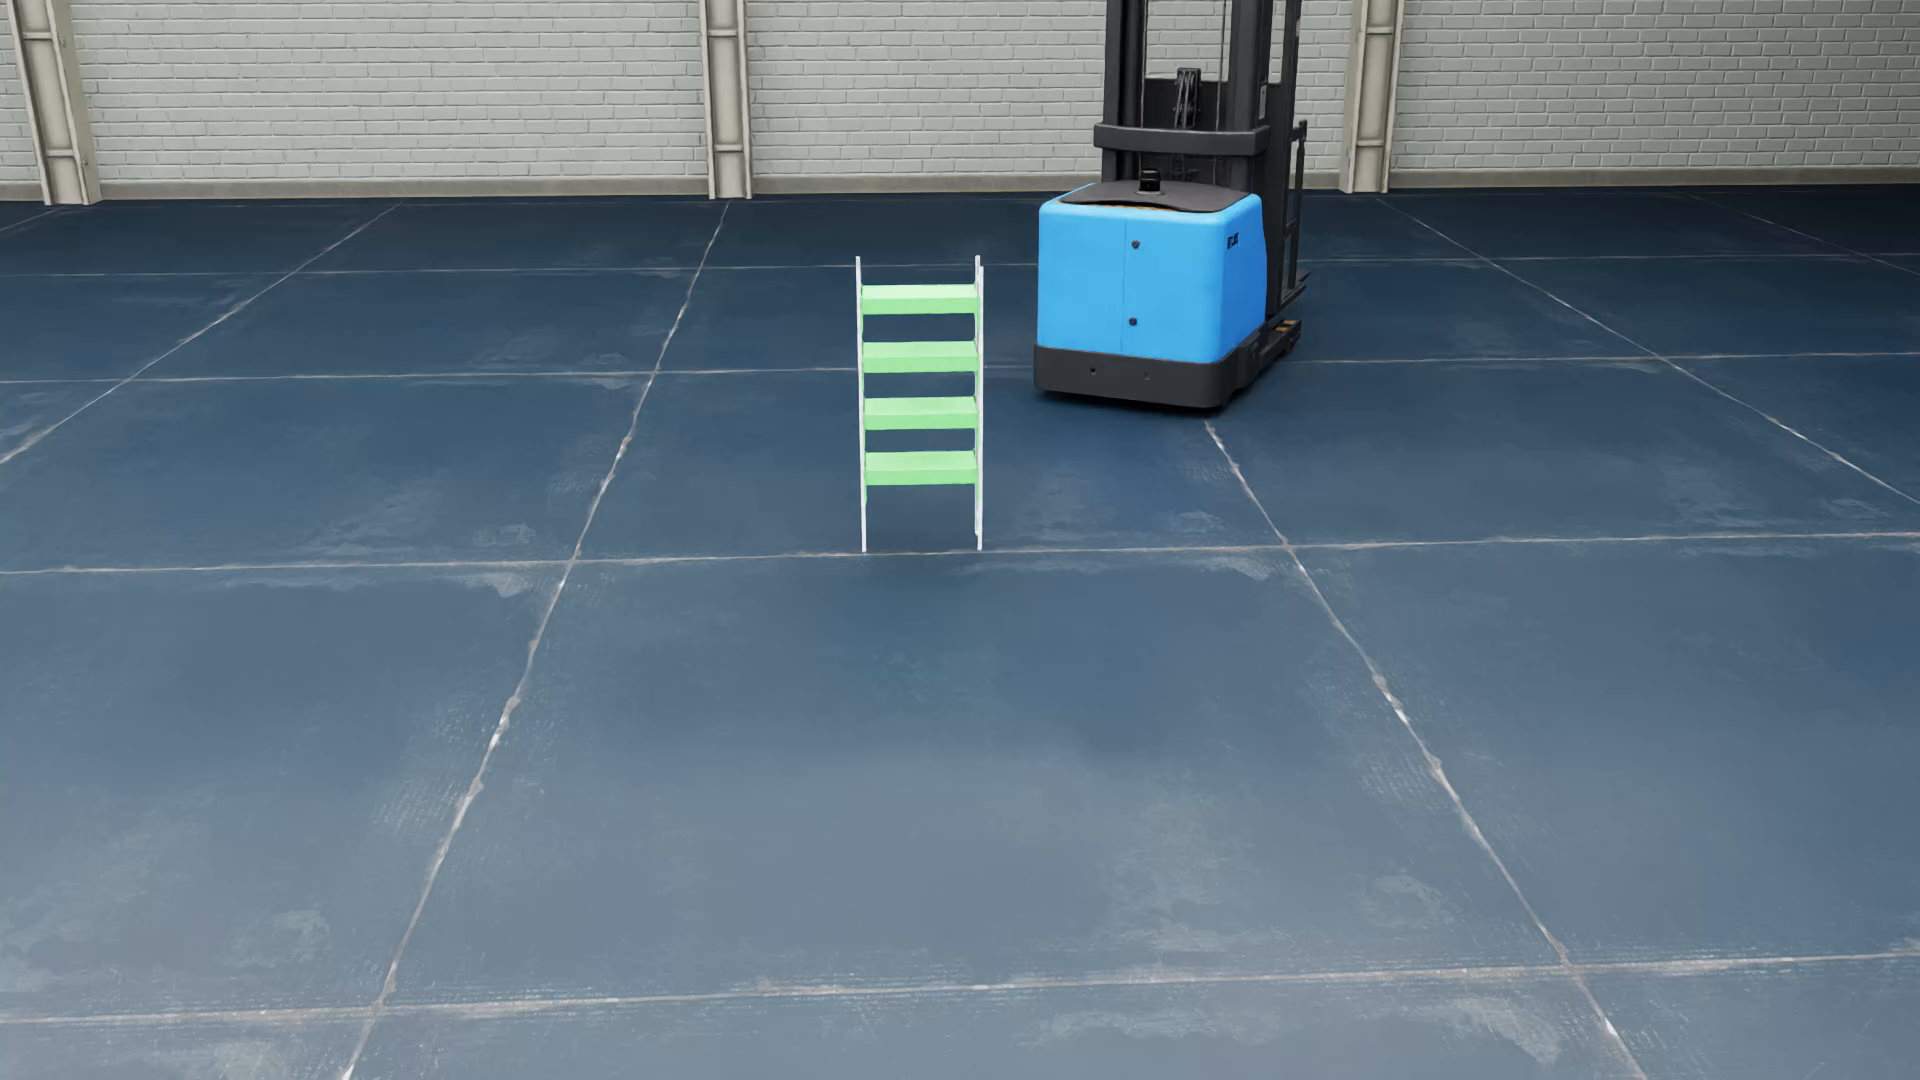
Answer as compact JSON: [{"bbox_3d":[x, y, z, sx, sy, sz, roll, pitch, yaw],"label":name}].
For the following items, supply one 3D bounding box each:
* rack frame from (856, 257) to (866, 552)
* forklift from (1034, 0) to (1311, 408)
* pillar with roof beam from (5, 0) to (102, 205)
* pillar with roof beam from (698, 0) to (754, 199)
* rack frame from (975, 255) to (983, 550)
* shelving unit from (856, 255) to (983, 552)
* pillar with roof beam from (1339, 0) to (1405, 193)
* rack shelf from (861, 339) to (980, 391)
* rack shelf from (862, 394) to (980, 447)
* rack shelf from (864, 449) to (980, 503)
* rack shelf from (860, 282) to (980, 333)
[{"bbox_3d":[-0.409,-0.552,6.886,0.015,1.200,0.240,-1,21,-3],"label":"rack frame"},{"bbox_3d":[1.461,-2.552,9.705,1.130,2.935,3.031,9,23,22],"label":"forklift"},{"bbox_3d":[-7.884,-5.777,9.646,0.400,9.000,9.100,-1,21,-3],"label":"pillar with roof beam"},{"bbox_3d":[-1.894,-5.898,9.966,0.400,9.000,9.100,-1,21,-3],"label":"pillar with roof beam"},{"bbox_3d":[0.078,-0.562,6.912,0.015,1.200,0.240,-1,21,-3],"label":"rack frame"},{"bbox_3d":[-0.165,-0.557,6.899,0.503,1.200,0.258,-1,21,-3],"label":"shelving unit"},{"bbox_3d":[4.096,-6.020,10.287,0.400,9.000,9.100,-1,21,-3],"label":"pillar with roof beam"},{"bbox_3d":[-0.165,-0.722,6.836,0.480,0.148,0.258,-1,21,-3],"label":"rack shelf"},{"bbox_3d":[-0.165,-0.498,6.921,0.480,0.148,0.258,-1,21,-3],"label":"rack shelf"},{"bbox_3d":[-0.165,-0.273,7.007,0.480,0.148,0.258,-1,21,-3],"label":"rack shelf"},{"bbox_3d":[-0.165,-0.946,6.751,0.480,0.148,0.258,-1,21,-3],"label":"rack shelf"}]
